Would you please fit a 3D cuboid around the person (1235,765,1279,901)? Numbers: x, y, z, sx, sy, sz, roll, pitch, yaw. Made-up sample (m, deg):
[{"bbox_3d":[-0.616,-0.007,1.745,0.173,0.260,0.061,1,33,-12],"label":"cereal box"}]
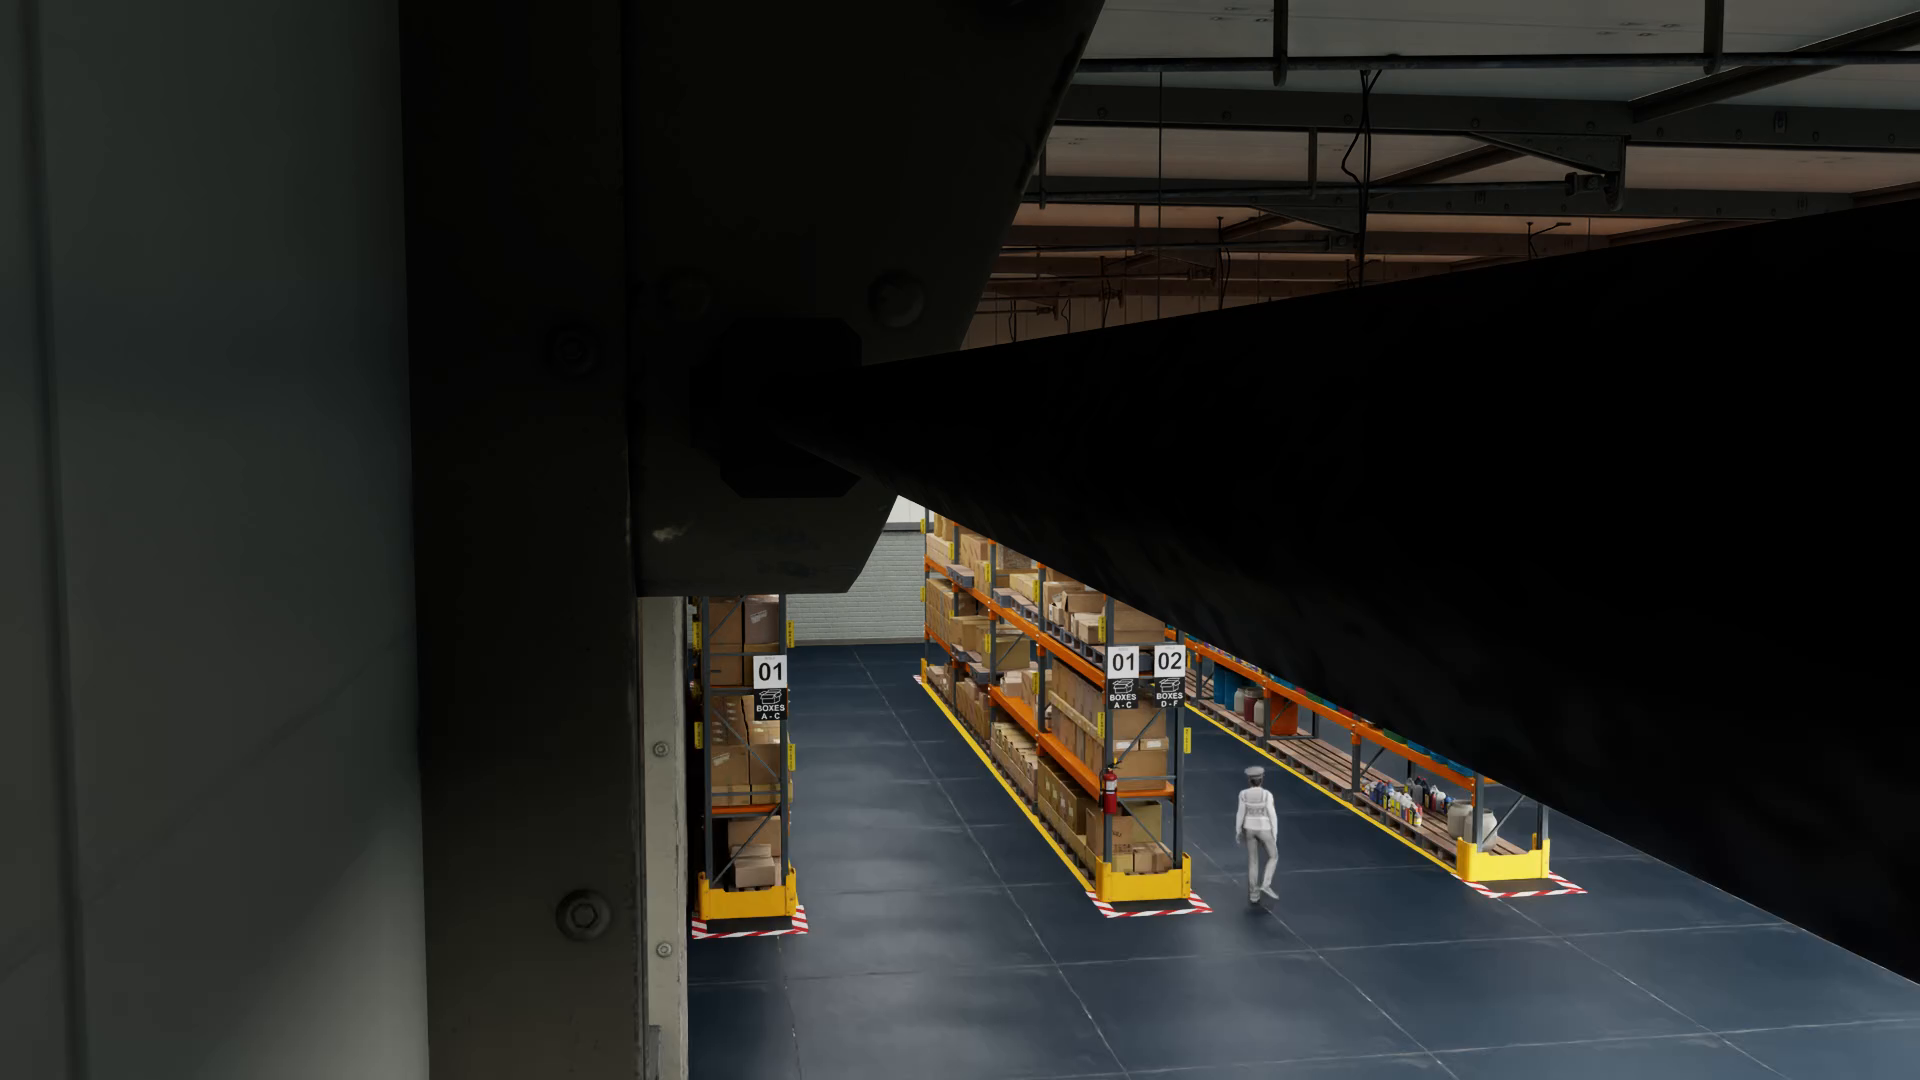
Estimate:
[{"bbox_3d":[3.721,3.663,20.797,0.590,1.657,0.431,2,6,26],"label":"person"}]
